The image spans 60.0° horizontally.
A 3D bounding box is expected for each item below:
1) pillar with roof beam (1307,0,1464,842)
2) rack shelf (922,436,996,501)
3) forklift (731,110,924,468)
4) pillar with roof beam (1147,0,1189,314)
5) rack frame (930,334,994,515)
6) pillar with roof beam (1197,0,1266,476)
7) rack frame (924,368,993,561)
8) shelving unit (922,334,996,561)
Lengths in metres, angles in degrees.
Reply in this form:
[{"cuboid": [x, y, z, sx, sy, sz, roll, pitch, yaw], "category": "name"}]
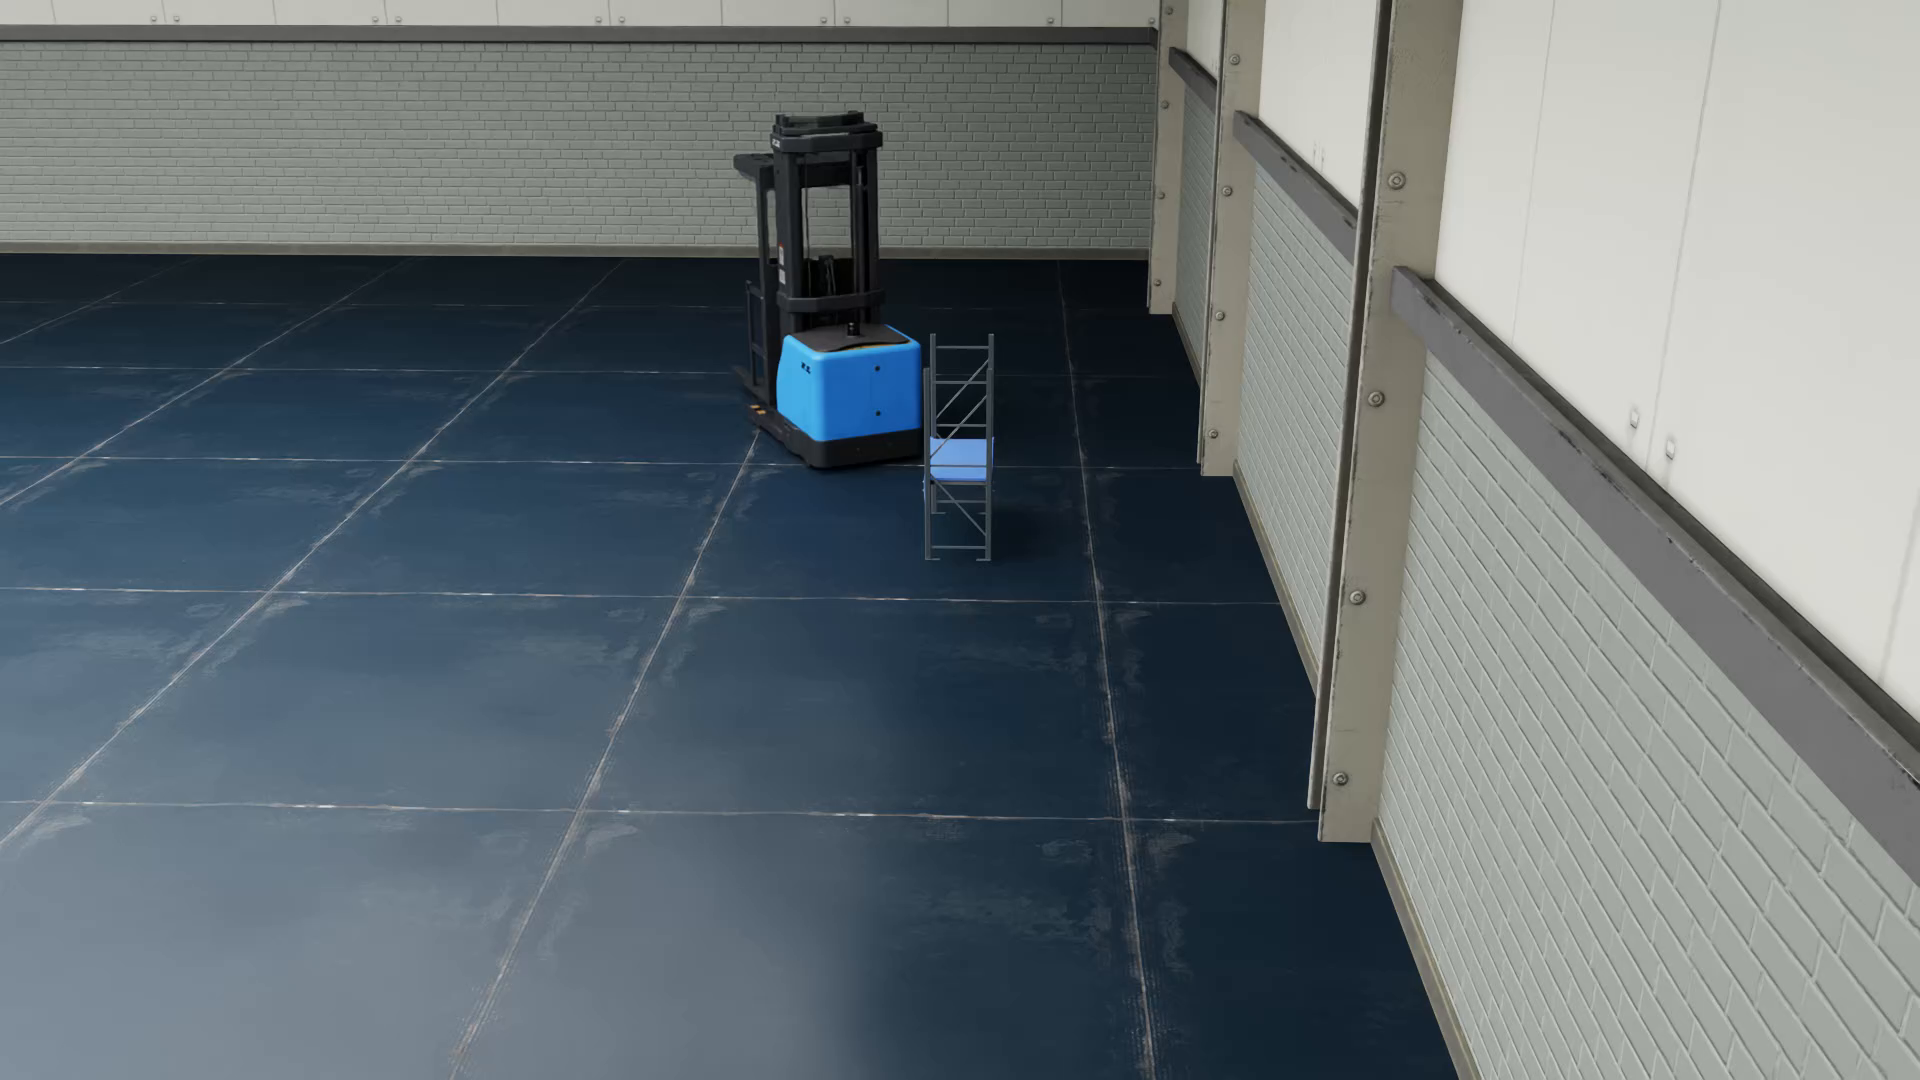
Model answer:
[{"cuboid": [-2.225, -2.703, 7.554, 9.100, 9.000, 0.400, 1, 21, 2], "category": "pillar with roof beam"}, {"cuboid": [0.003, -0.562, 12.902, 0.538, 0.185, 1.000, 1, 21, 2], "category": "rack shelf"}, {"cuboid": [-1.398, -2.490, 15.394, 1.130, 2.935, 3.031, -9, 23, -23], "category": "forklift"}, {"cuboid": [-1.860, -7.042, 18.737, 9.100, 9.000, 0.400, 1, 21, 2], "category": "pillar with roof beam"}, {"cuboid": [0.018, -0.914, 13.311, 0.500, 1.500, 0.032, 1, 21, 2], "category": "rack frame"}, {"cuboid": [-2.042, -4.872, 13.146, 9.100, 9.000, 0.400, 1, 21, 2], "category": "pillar with roof beam"}, {"cuboid": [-0.013, -0.546, 12.363, 0.500, 1.500, 0.032, 1, 21, 2], "category": "rack frame"}, {"cuboid": [0.003, -0.730, 12.837, 0.538, 1.500, 1.048, 1, 21, 2], "category": "shelving unit"}]
